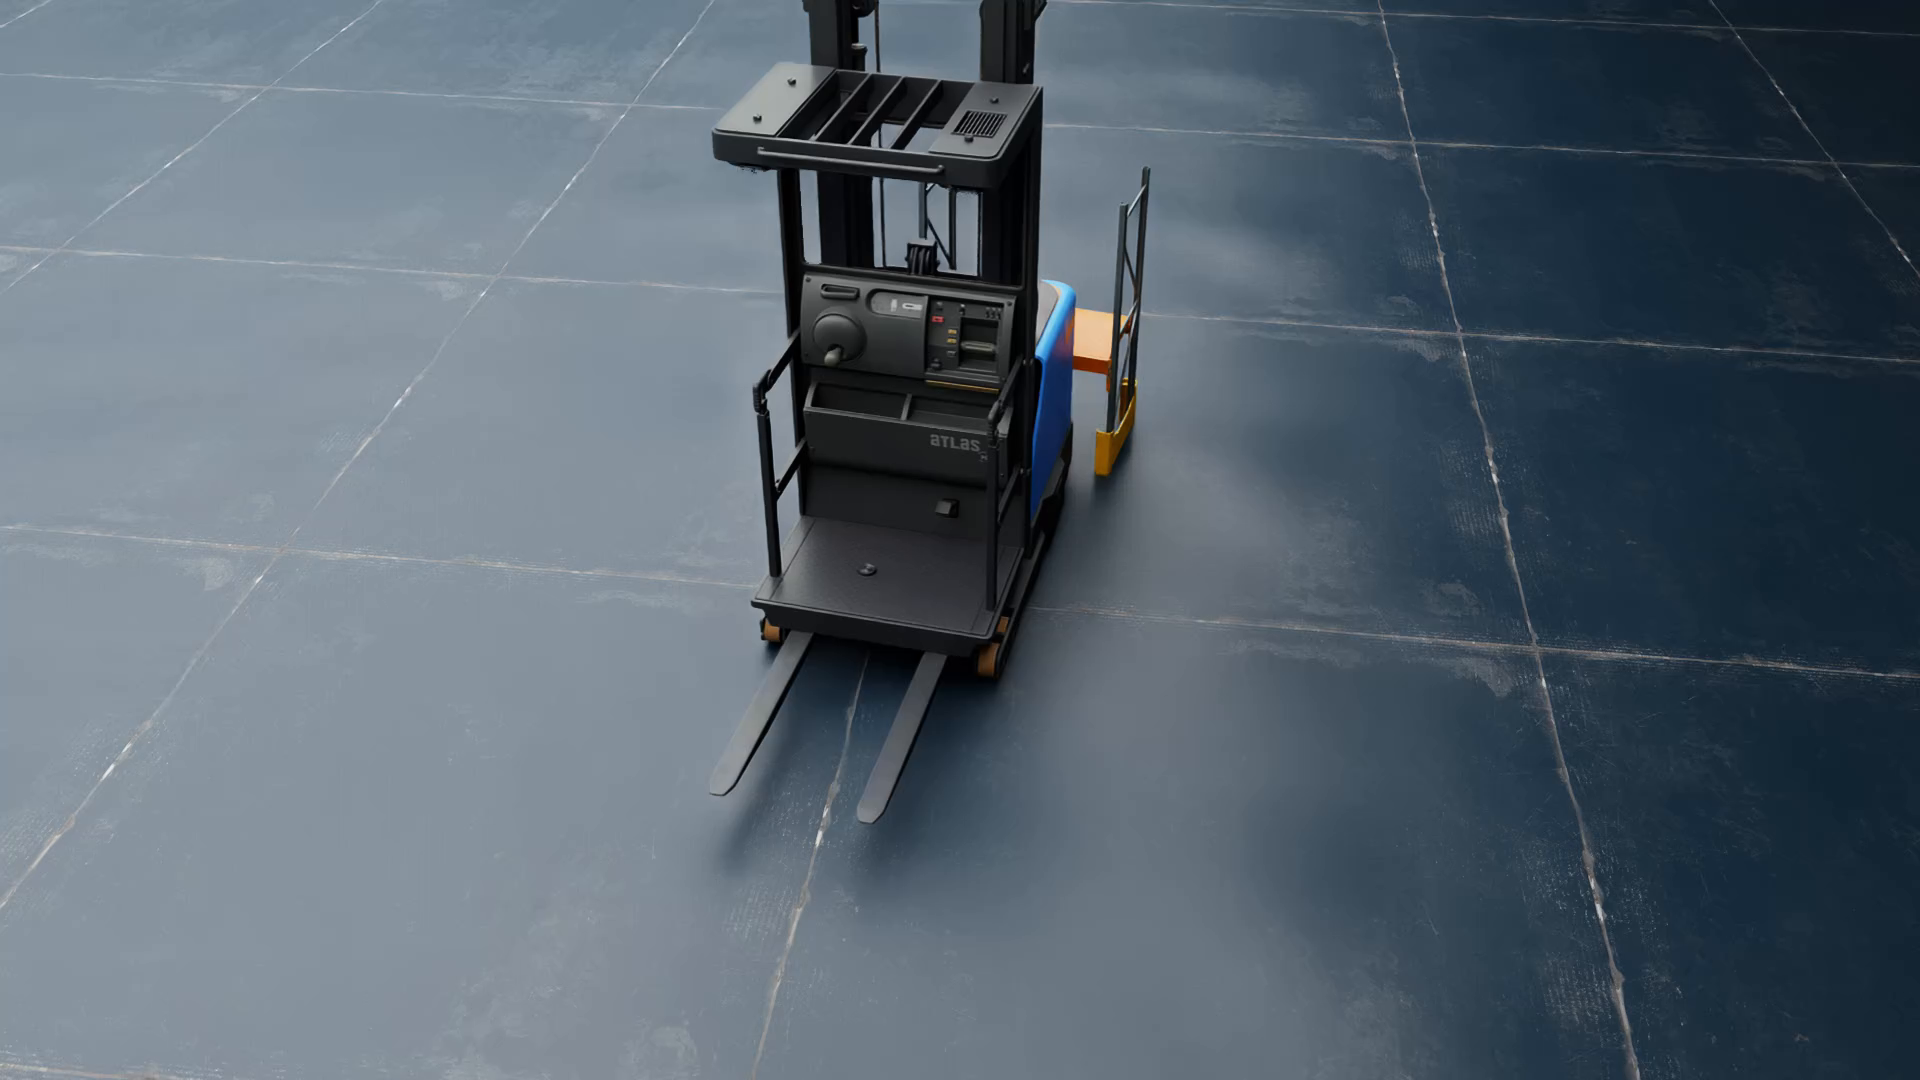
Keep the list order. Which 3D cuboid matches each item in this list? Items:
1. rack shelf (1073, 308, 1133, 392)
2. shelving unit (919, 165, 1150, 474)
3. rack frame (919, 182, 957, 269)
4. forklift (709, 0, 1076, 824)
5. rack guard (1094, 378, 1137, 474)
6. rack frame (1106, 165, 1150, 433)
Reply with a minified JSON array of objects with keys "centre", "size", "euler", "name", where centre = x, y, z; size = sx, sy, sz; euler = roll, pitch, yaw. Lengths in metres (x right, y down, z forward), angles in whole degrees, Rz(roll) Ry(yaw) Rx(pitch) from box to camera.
[{"centre":[0.372,-1.065,8.761],"size":[1.000,0.185,0.538],"euler":[11,37,15],"name":"rack shelf"},{"centre":[0.364,-1.214,8.659],"size":[1.083,1.500,0.587],"euler":[11,37,15],"name":"shelving unit"},{"centre":[-0.109,-1.306,8.789],"size":[0.032,1.500,0.500],"euler":[11,37,15],"name":"rack frame"},{"centre":[-0.278,-0.828,6.887],"size":[1.130,2.935,3.031],"euler":[8,36,12],"name":"forklift"},{"centre":[0.836,-0.612,8.893],"size":[0.087,0.250,0.587],"euler":[11,37,15],"name":"rack guard"},{"centre":[0.854,-1.117,8.525],"size":[0.032,1.500,0.500],"euler":[11,37,15],"name":"rack frame"}]
